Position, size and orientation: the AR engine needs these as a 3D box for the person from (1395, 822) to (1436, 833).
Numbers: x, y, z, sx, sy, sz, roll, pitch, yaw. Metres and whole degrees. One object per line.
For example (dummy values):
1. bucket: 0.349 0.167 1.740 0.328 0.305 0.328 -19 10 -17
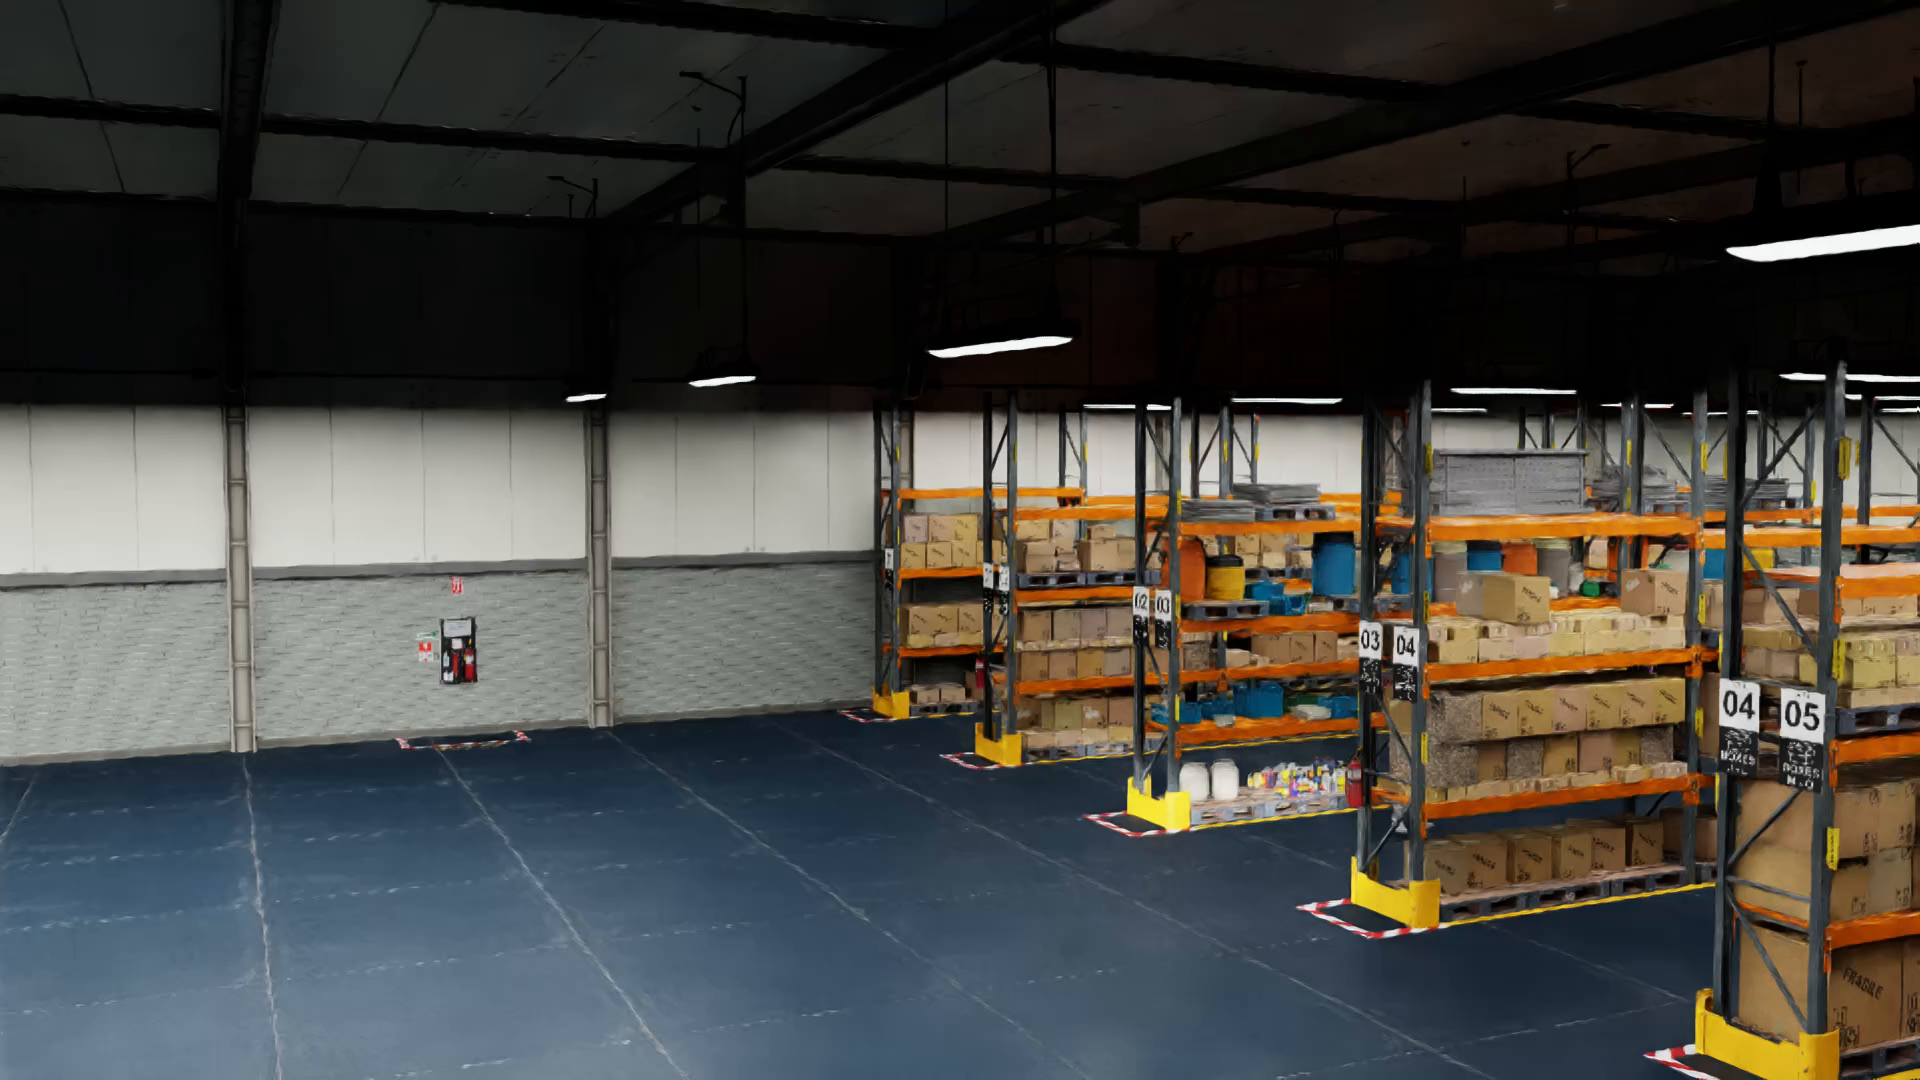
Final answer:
1. person: 6.003 2.970 22.021 0.472 1.789 0.535 3 4 38
